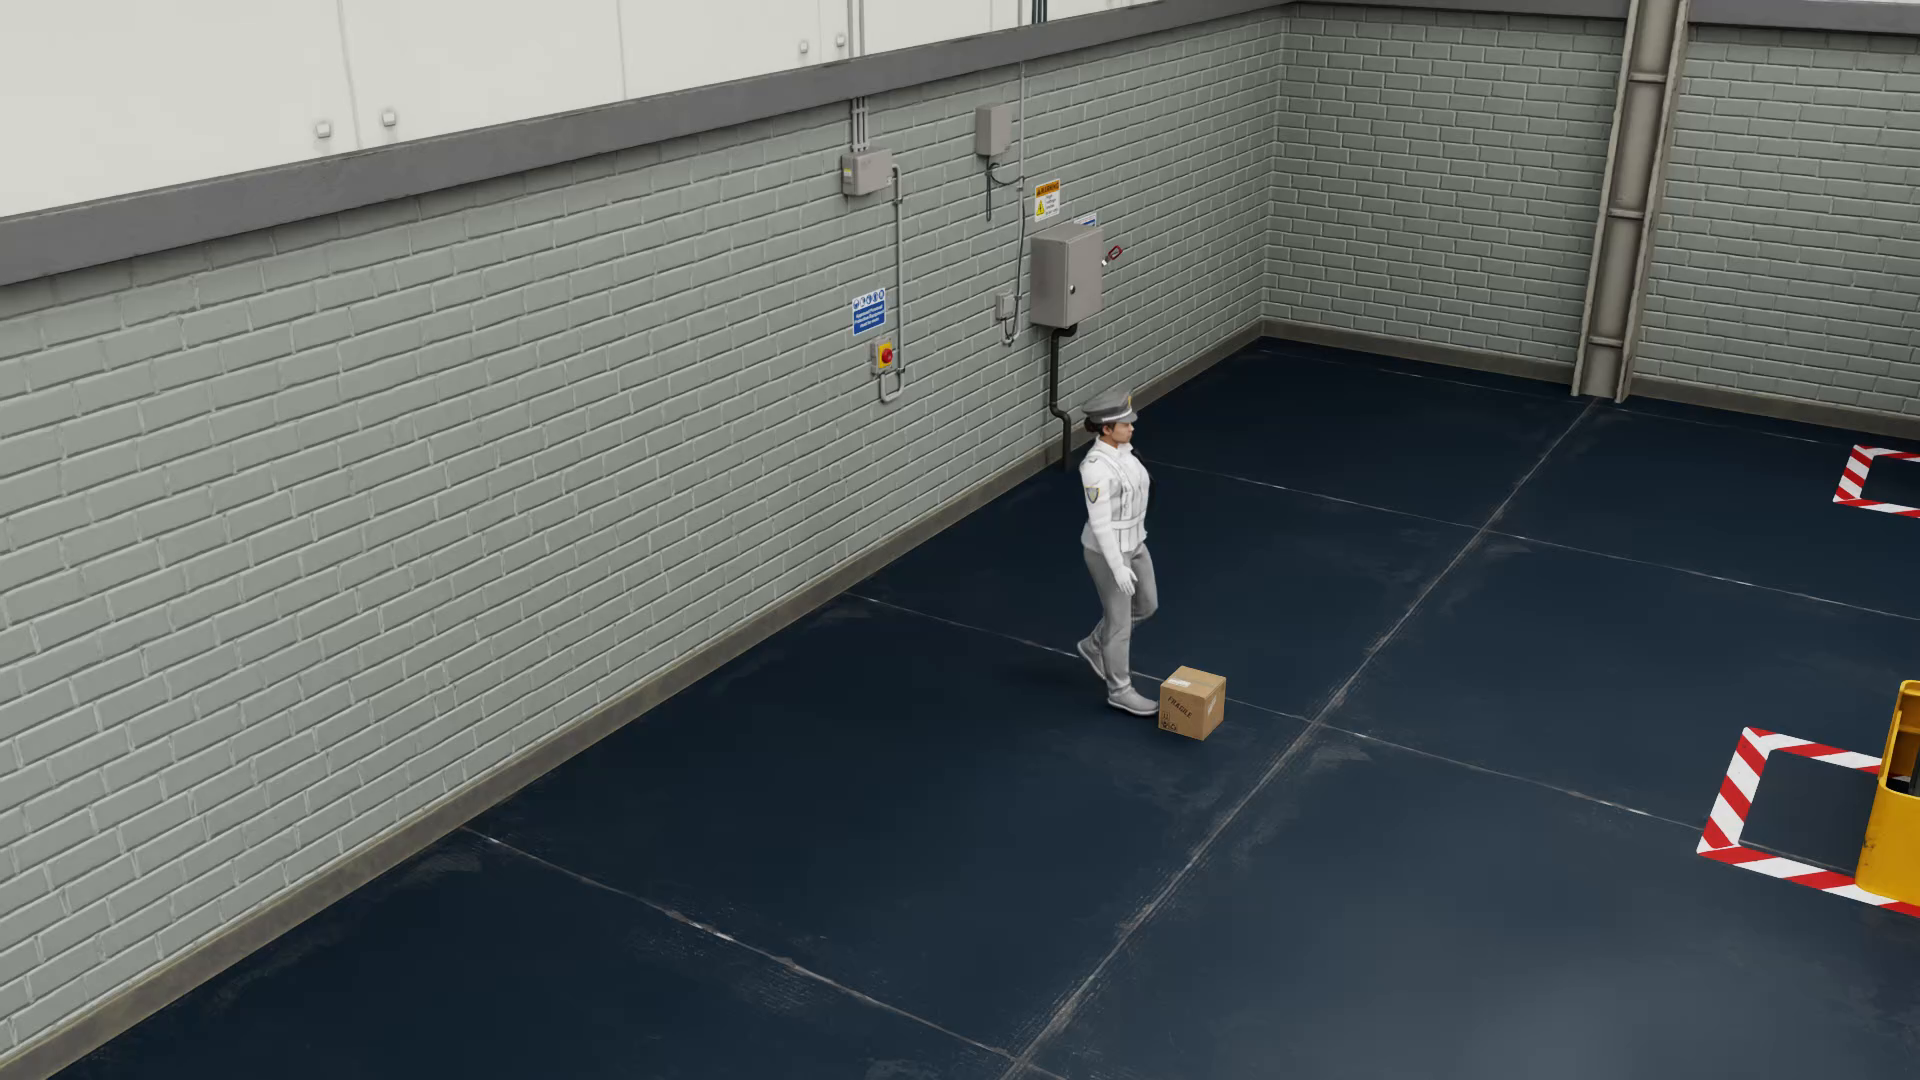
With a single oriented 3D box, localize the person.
[{"bbox_3d":[0.814,0.053,8.395,0.554,1.672,0.502,12,26,25],"label":"person"}]
